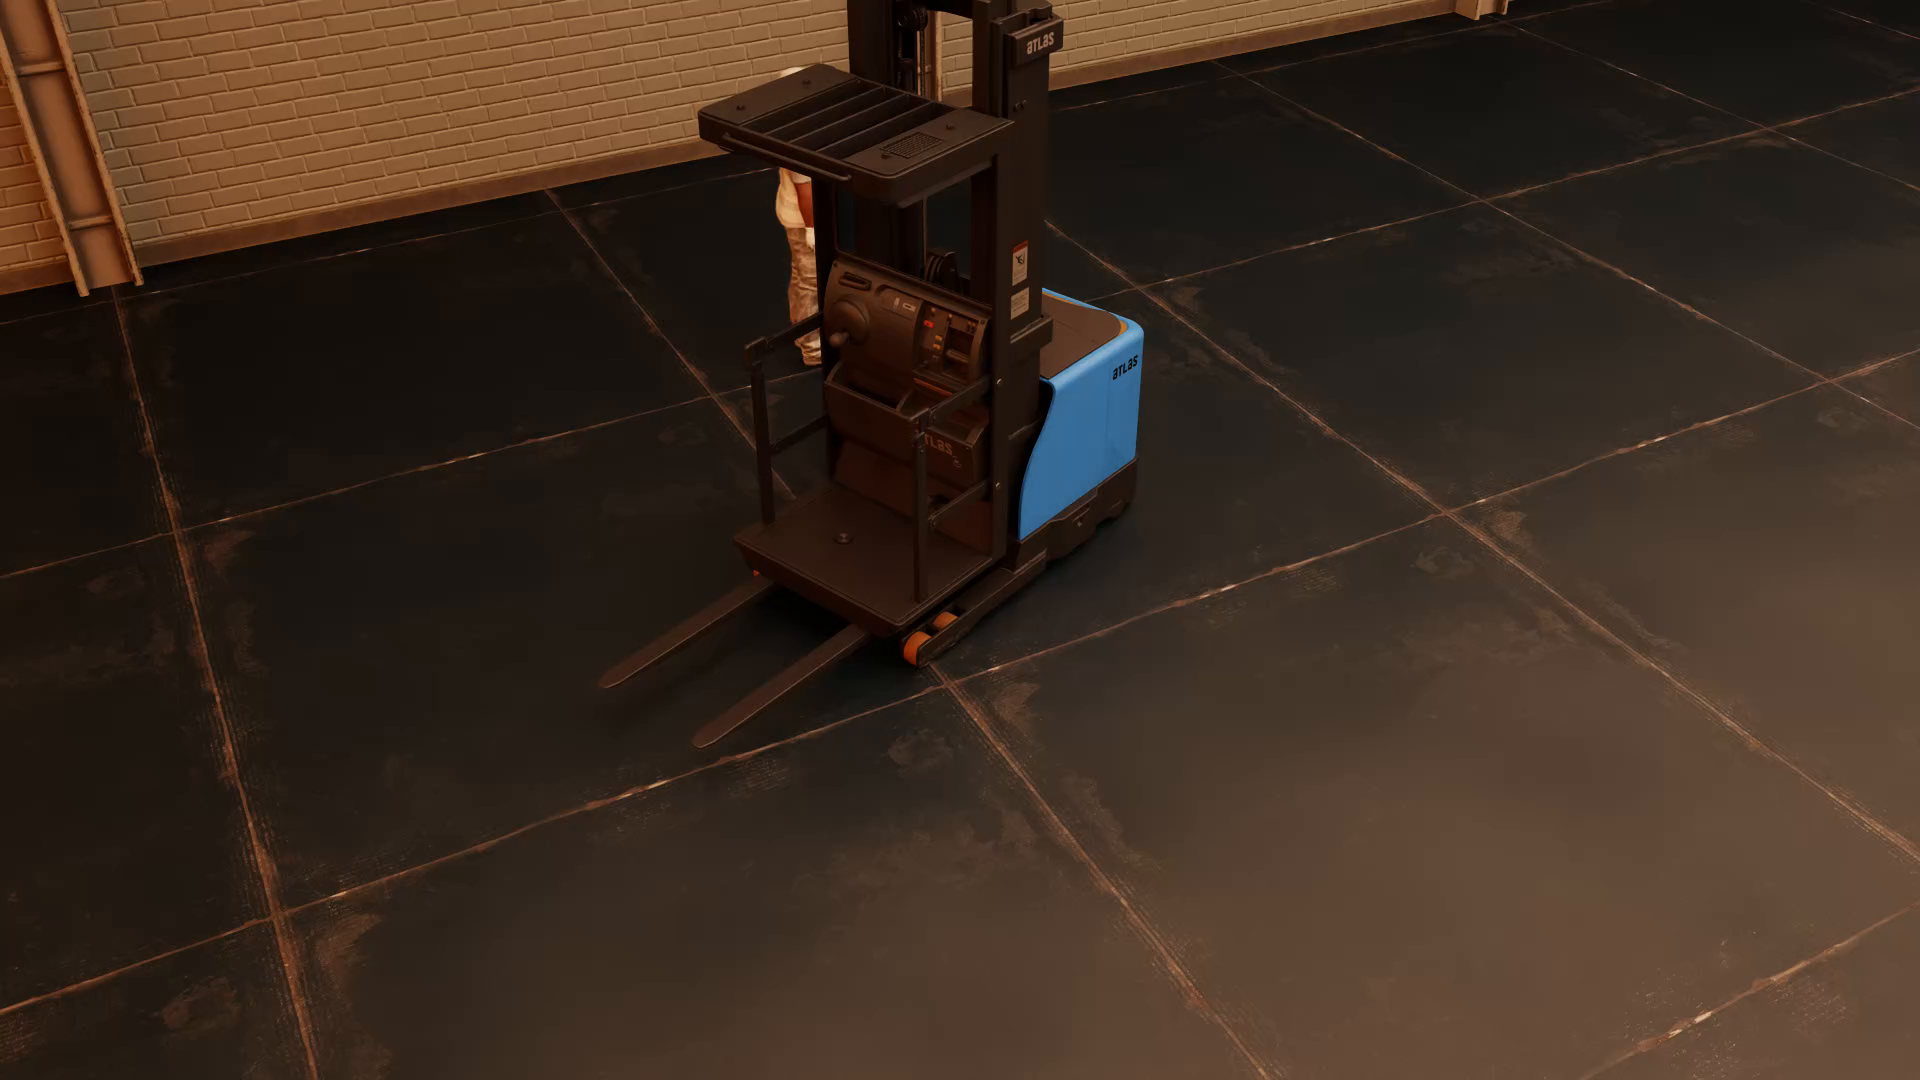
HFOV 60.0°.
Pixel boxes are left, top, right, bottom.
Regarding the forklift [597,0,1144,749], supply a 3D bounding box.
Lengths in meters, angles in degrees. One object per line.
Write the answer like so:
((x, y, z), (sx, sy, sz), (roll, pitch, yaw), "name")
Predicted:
((-0.390, -0.927, 7.434), (1.130, 2.935, 3.031), (26, 43, 31), "forklift")

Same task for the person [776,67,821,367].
((-0.891, -1.910, 9.818), (0.379, 1.789, 0.540), (-9, 36, -12), "person")
